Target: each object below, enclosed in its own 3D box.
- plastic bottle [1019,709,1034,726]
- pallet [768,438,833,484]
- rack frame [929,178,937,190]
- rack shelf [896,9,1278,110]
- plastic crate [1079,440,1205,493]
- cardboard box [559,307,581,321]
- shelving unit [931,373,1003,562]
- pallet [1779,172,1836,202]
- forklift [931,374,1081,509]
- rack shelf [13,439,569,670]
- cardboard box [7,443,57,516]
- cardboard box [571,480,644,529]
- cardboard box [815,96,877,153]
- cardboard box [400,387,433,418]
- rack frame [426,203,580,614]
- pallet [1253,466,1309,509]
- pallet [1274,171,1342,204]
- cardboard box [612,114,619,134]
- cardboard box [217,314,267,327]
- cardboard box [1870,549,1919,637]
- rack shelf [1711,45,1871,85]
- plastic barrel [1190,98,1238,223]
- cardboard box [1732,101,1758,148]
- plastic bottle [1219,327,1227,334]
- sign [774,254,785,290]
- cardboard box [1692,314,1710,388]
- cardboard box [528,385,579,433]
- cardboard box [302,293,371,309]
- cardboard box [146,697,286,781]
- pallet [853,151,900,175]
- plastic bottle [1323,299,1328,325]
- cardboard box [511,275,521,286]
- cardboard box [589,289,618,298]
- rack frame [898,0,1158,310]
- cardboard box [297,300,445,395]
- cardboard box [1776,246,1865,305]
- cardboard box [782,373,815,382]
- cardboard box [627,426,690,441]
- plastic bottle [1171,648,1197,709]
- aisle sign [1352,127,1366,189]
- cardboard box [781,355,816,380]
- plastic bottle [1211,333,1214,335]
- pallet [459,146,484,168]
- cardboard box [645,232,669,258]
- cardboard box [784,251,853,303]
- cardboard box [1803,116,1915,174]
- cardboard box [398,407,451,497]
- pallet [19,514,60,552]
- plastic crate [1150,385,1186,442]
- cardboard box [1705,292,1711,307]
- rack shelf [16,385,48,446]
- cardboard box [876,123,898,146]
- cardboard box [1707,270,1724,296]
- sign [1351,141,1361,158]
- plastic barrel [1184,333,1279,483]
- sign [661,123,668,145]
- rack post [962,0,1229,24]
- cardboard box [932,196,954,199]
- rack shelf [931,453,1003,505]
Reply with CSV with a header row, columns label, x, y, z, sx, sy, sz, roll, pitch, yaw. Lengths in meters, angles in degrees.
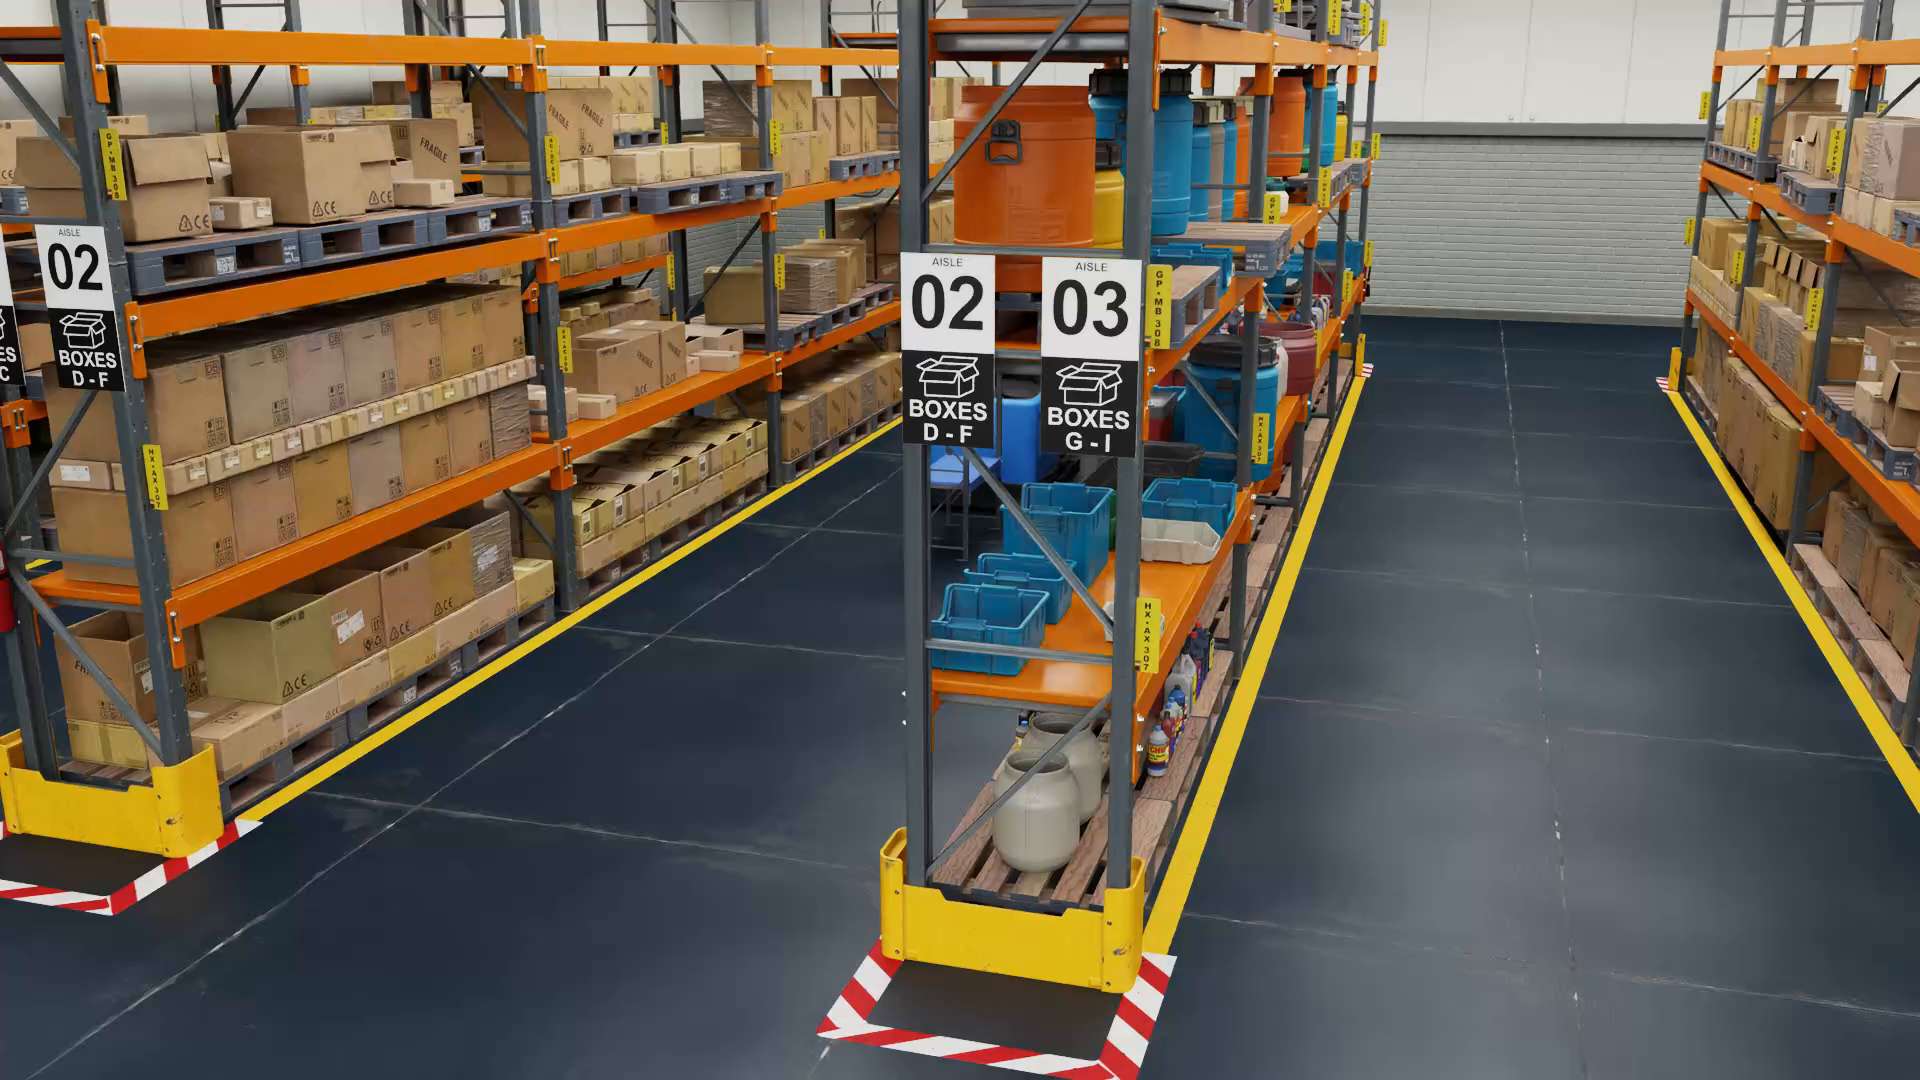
label,x,y,z,sx,sy,sz,roll,pitch,yaw
plastic bottle,0.373,1.035,9.354,0.061,0.283,0.133,5,17,17
pallet,-1.971,-0.842,16.913,1.003,0.211,1.213,5,16,16
rack frame,0.054,-4.085,23.233,1.000,3.000,0.127,5,16,16
rack shelf,0.824,-2.384,8.296,1.077,0.370,4.000,5,16,16
plastic crate,1.121,-0.403,10.367,0.767,0.338,0.504,5,16,16
cardboard box,-5.250,-2.996,22.017,0.380,0.149,0.250,5,17,18
shelving unit,-0.024,-0.699,14.046,0.538,1.500,1.048,5,16,16
pallet,7.725,-3.040,14.399,1.003,0.211,1.213,5,17,18
forklift,0.580,-2.032,16.122,1.130,2.935,3.031,4,16,15
rack shelf,-3.924,-0.076,10.418,1.077,0.370,4.000,5,16,16
cardboard box,-7.913,-0.531,14.480,0.700,0.500,0.500,5,17,18
cardboard box,-2.852,-0.313,13.179,0.500,0.311,0.500,4,16,15
cardboard box,-1.296,-4.653,18.605,0.600,0.600,0.600,3,16,11
cardboard box,-3.590,-0.885,10.582,0.380,0.149,0.250,5,17,17
rack frame,-3.356,-0.945,12.164,1.000,3.000,0.127,5,16,16
pallet,2.713,-0.474,15.615,1.003,0.211,1.213,5,16,16
pallet,2.840,-3.151,14.792,1.003,0.211,1.213,5,16,16
cardboard box,-4.940,-5.604,22.414,0.500,0.250,0.500,4,16,14
cardboard box,-7.227,-2.362,16.172,0.700,0.500,0.500,3,16,11
cardboard box,6.648,0.386,11.245,0.700,0.500,0.500,3,16,11
rack shelf,8.983,-5.140,18.011,1.077,0.370,4.000,5,16,16
plastic barrel,1.700,-2.736,12.064,0.600,0.901,0.708,5,16,16
cardboard box,9.079,-4.640,18.557,0.700,0.500,0.500,3,16,12
plastic bottle,2.461,-1.875,15.677,0.097,0.271,0.097,0,16,0
sign,-1.686,-2.506,15.547,0.100,0.325,0.005,5,16,16
cardboard box,9.446,-2.322,20.142,0.875,0.875,0.875,5,16,16
cardboard box,-3.258,-1.005,12.651,0.500,0.250,0.500,6,17,19
cardboard box,-6.586,-2.683,17.526,0.500,0.500,0.500,5,17,18
cardboard box,-4.127,1.099,9.227,0.500,0.250,0.500,5,16,16
pallet,-1.335,-4.226,18.578,1.213,0.211,1.003,5,16,16
plastic bottle,3.841,-2.405,17.524,0.061,0.283,0.133,5,16,16
cardboard box,-5.658,-3.200,20.537,0.380,0.149,0.250,5,17,16
cardboard box,-5.099,-3.504,23.809,0.380,0.149,0.250,5,16,16
rack frame,0.255,-2.400,6.299,1.000,3.000,0.127,5,16,16
cardboard box,-3.761,-1.237,10.635,0.700,0.500,0.500,5,16,16
cardboard box,8.034,-2.453,15.460,0.797,0.503,0.637,5,17,16
cardboard box,-1.888,-1.537,18.025,0.500,0.500,0.500,4,16,14
cardboard box,-2.791,-0.888,15.206,0.500,0.311,0.500,4,16,14
plastic bottle,1.339,0.828,9.960,0.144,0.351,0.185,5,16,16
aisle sign,5.104,-4.946,21.507,0.394,0.787,0.004,5,16,16
cardboard box,-1.880,-1.907,17.957,0.500,0.250,0.500,4,16,15
plastic bottle,2.300,-1.750,15.215,0.061,0.283,0.133,5,16,16
pallet,-6.046,-4.529,19.652,0.805,0.209,1.217,4,16,14
cardboard box,-4.832,-4.478,24.070,0.980,0.700,0.700,5,17,18
cardboard box,-1.525,-2.821,17.826,0.700,0.500,0.500,1,16,2
cardboard box,7.838,-3.453,14.552,0.797,0.503,0.637,4,16,15
cardboard box,-3.766,-0.607,10.790,0.700,0.500,0.500,5,17,17
pallet,-7.887,-0.191,14.614,1.003,0.211,1.213,5,16,16
plastic crate,1.407,-0.865,11.911,0.392,0.384,0.575,5,16,16
cardboard box,8.698,-2.725,18.899,0.380,0.149,0.250,4,16,14
rack shelf,-7.538,-1.505,15.458,1.077,0.370,4.000,5,16,16
cardboard box,-0.706,-4.757,19.467,0.500,0.250,0.500,5,16,16
cardboard box,8.725,-2.877,18.706,0.500,0.250,0.500,4,16,15
sign,4.192,-4.057,17.623,0.100,0.325,0.005,5,16,16
plastic barrel,1.792,-0.879,11.012,0.600,0.901,0.708,5,16,16
sign,-2.739,-3.726,15.524,0.100,0.325,0.005,5,16,16
rack post,0.592,-2.347,7.029,0.937,0.300,0.954,7,17,22
cardboard box,-0.094,-4.208,21.652,0.500,0.500,0.500,5,17,17
rack shelf,-0.024,-0.526,14.095,0.538,0.185,1.000,5,16,16
